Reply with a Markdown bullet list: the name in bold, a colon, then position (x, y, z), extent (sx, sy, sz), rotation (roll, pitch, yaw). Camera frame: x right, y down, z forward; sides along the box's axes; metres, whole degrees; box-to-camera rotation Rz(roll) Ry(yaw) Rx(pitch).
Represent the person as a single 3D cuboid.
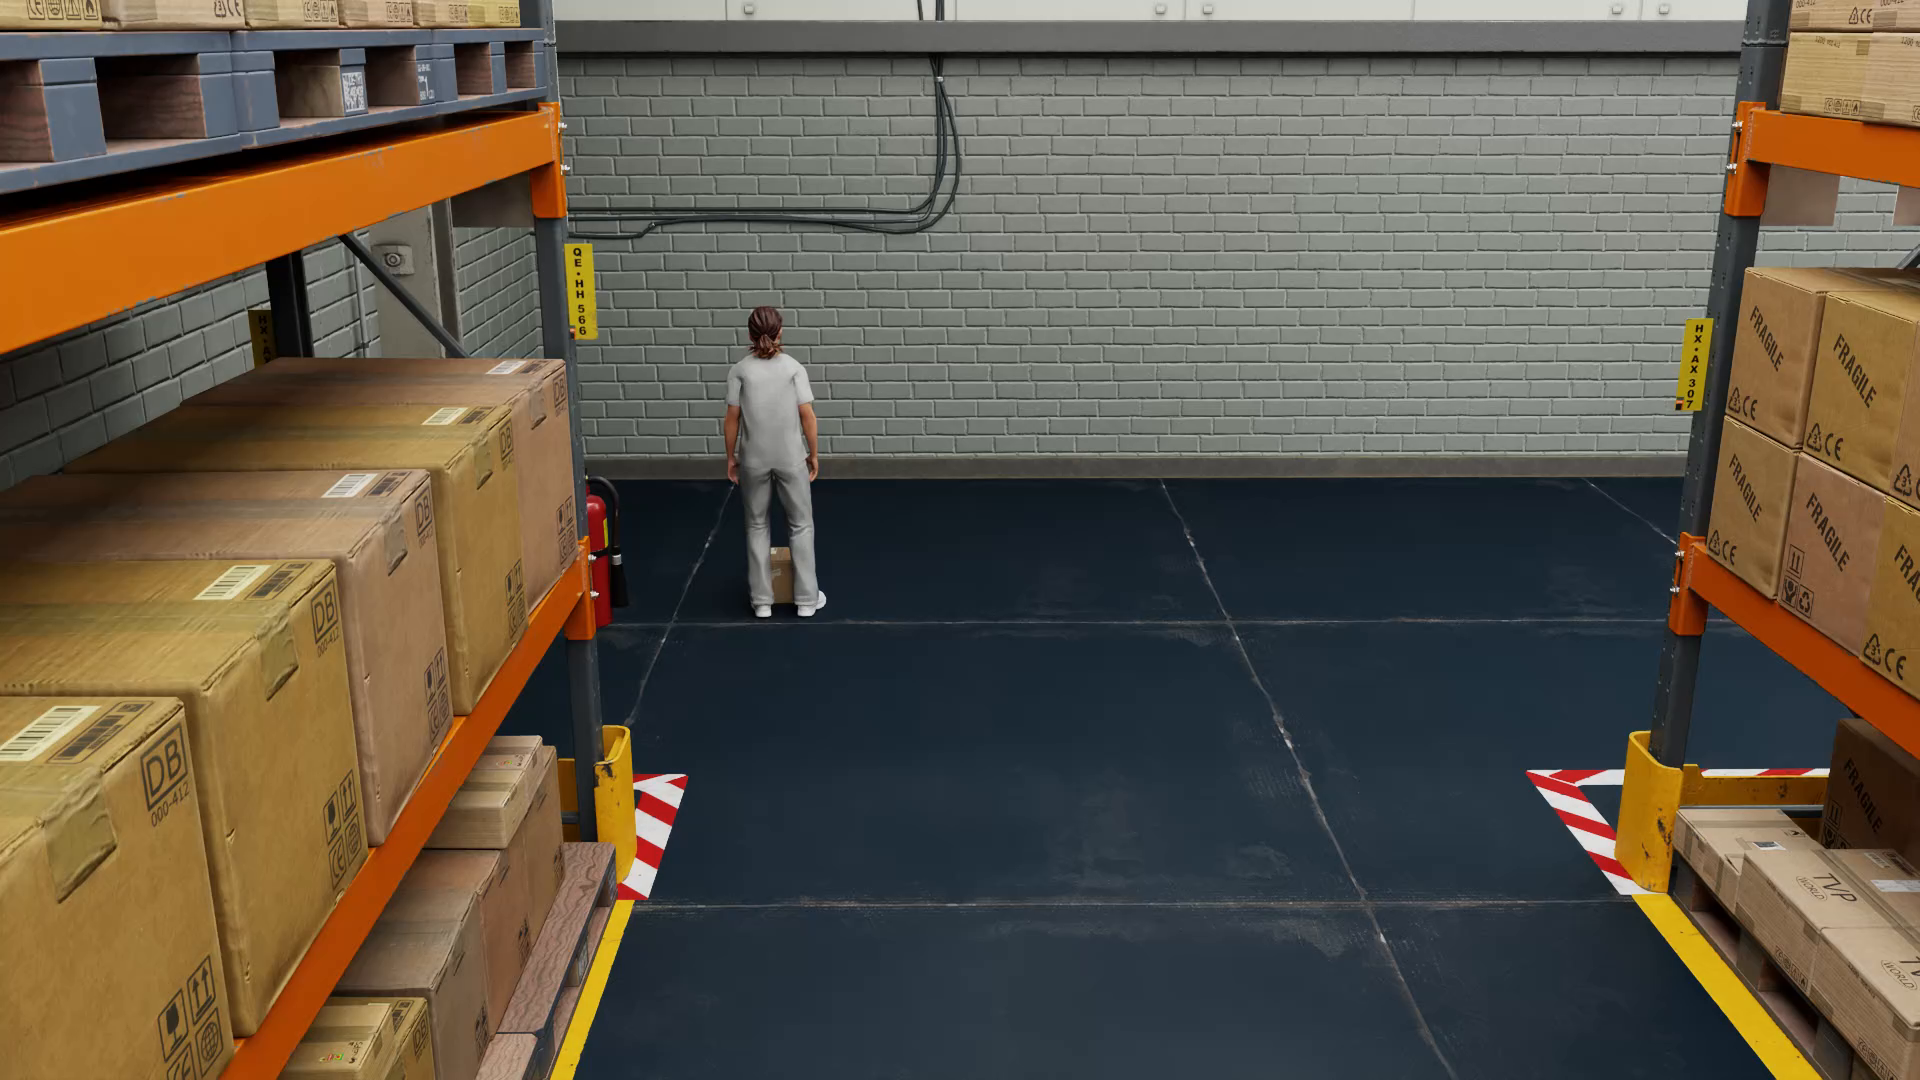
- **person**: position (-0.993, -0.411, 8.874), extent (0.512, 1.673, 0.355), rotation (-1, 17, -3)
